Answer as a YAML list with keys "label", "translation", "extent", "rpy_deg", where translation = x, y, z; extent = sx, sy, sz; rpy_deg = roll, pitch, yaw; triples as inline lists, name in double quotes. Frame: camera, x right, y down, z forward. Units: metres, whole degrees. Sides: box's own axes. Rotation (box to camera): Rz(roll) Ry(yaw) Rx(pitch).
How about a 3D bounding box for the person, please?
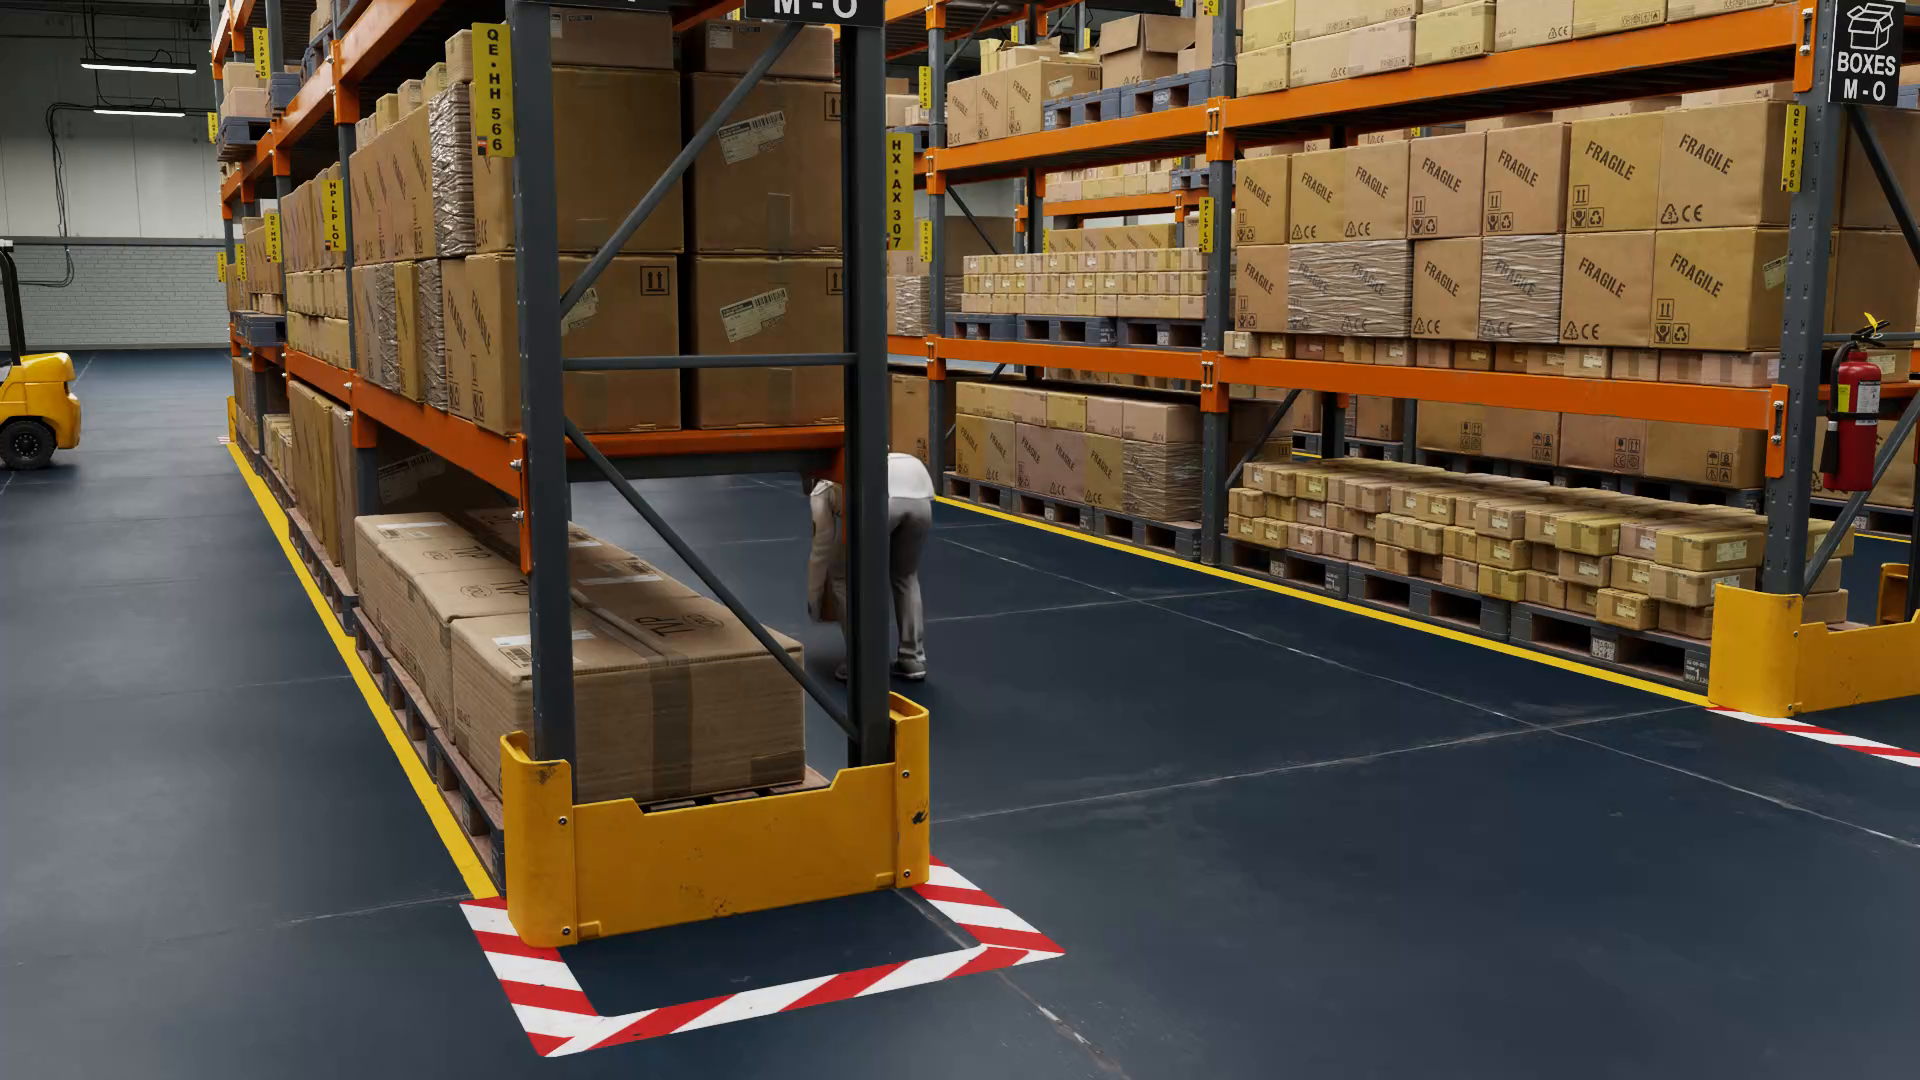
- label: "person"
  translation: [-0.436, 0.093, 7.440]
  extent: [0.433, 1.005, 0.905]
  rpy_deg: [-5, 10, -28]
